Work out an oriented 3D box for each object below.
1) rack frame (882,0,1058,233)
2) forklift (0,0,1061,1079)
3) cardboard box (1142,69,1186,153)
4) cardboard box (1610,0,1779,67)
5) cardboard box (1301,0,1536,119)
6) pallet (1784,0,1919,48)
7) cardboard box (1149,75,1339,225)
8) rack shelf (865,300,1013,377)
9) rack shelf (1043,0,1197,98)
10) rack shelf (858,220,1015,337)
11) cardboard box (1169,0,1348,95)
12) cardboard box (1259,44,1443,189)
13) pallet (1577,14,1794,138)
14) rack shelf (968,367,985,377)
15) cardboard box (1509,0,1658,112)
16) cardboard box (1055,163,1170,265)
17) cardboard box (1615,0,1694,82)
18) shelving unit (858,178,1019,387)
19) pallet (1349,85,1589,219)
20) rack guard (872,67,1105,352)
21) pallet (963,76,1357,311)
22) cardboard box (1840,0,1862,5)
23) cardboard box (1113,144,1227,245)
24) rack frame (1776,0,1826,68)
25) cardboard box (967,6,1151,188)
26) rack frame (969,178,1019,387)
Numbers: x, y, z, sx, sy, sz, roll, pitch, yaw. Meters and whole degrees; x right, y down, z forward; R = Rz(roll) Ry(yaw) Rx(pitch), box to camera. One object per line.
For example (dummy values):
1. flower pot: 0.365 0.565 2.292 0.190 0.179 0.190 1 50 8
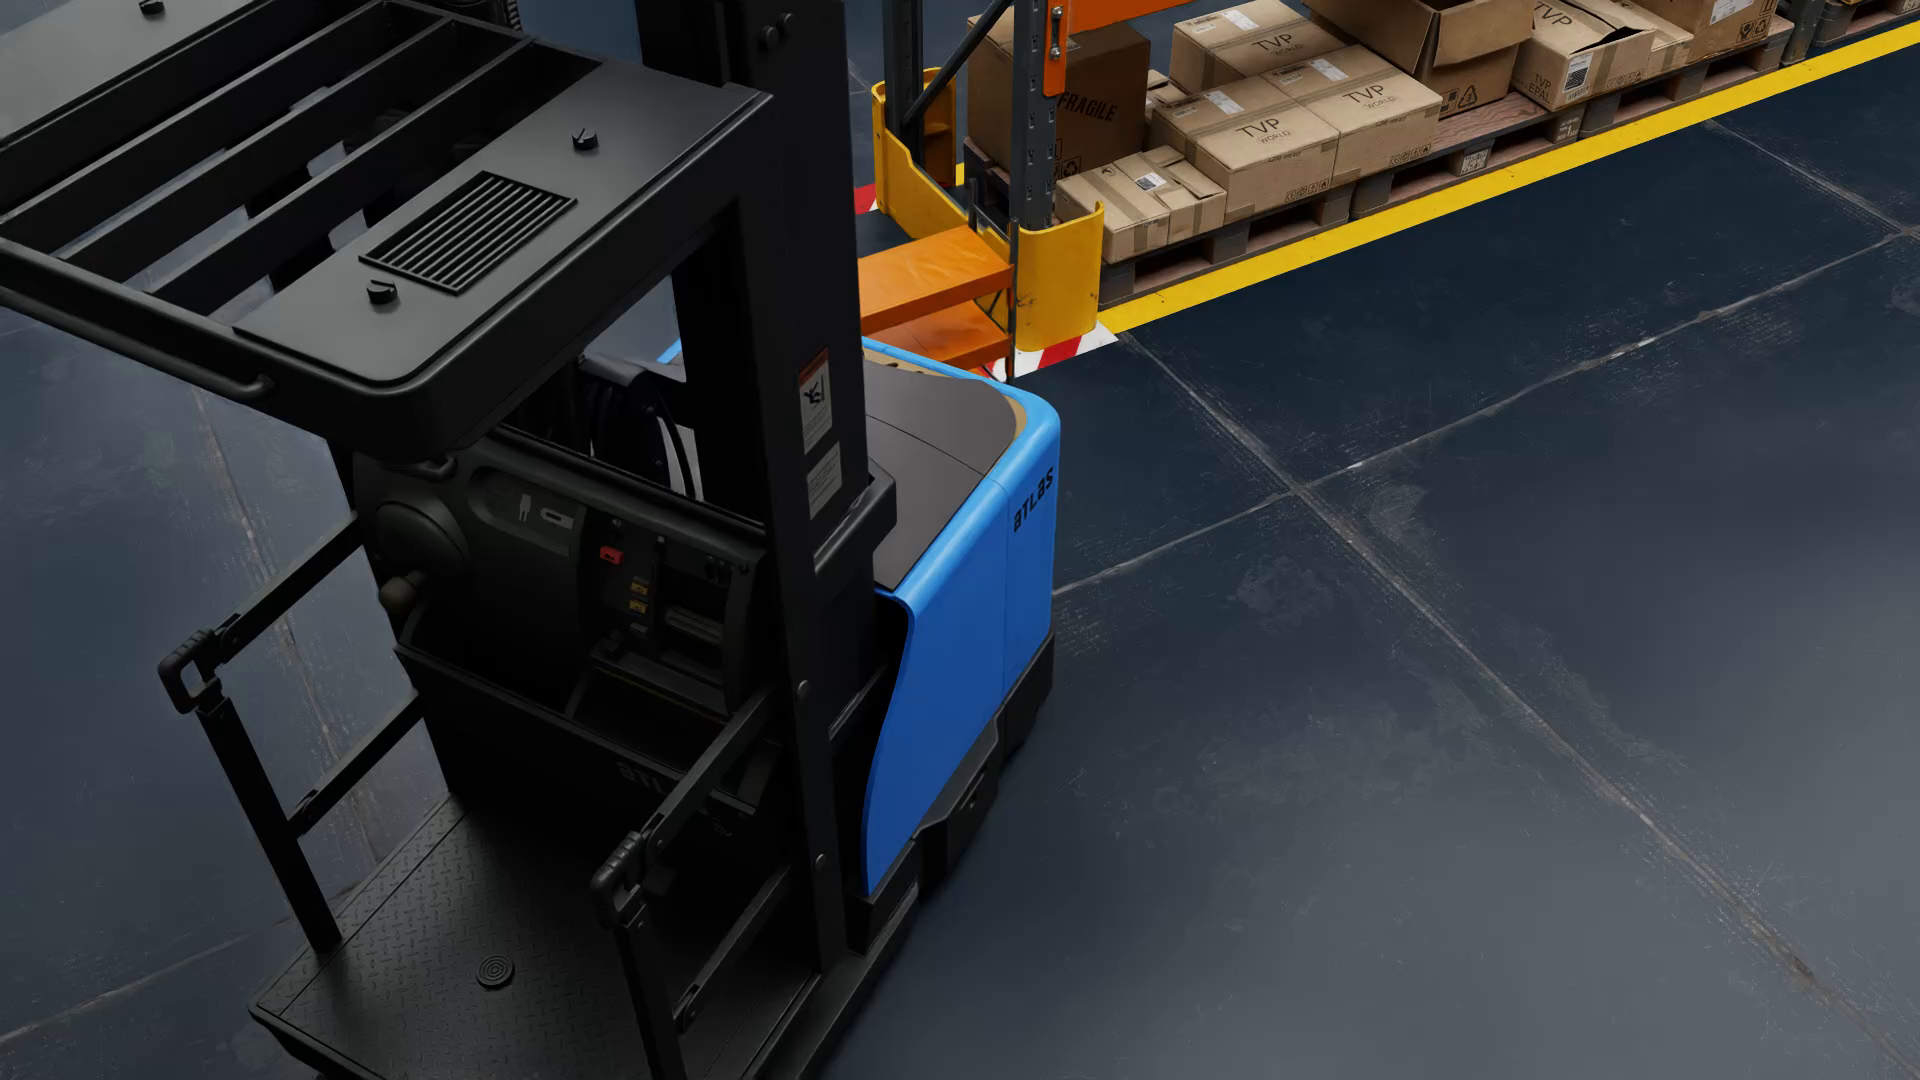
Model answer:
1. rack frame: 0.016 -2.117 5.278 0.127 3.000 1.000 -22 48 -21
2. forklift: -0.881 0.125 3.017 1.130 2.935 3.031 21 48 20
3. cardboard box: 0.761 -1.682 6.548 0.250 0.166 0.380 -22 48 -21
4. cardboard box: 3.132 -2.397 7.045 0.500 0.500 0.500 -22 48 -21
5. cardboard box: 1.858 -2.112 6.749 0.637 0.503 0.797 -22 48 -21
6. pallet: 4.171 -2.809 7.993 1.213 0.211 1.003 -22 48 -21
7. cardboard box: 1.062 -1.479 6.279 0.500 0.250 0.500 -22 48 -21
8. rack shelf: -0.121 -0.514 4.693 0.480 0.148 0.258 -22 48 -21
9. rack shelf: 1.750 -2.553 6.243 4.000 0.370 1.077 -22 48 -21
10. rack shelf: -0.121 -0.683 4.528 0.480 0.148 0.258 -22 48 -21
11. cardboard box: 1.203 -1.937 6.751 0.500 0.250 0.500 -22 48 -21
12. cardboard box: 1.496 -1.653 6.458 0.500 0.250 0.500 -22 48 -21
13. pallet: 2.888 -2.267 7.434 1.213 0.211 1.003 -22 48 -21
14. rack shelf: -0.121 -0.353 4.849 0.480 0.148 0.258 -22 48 -21
15. cardboard box: 2.481 -2.069 6.843 0.500 0.311 0.500 -22 48 -21
16. cardboard box: 0.550 -1.190 6.053 0.250 0.149 0.380 -22 48 -21
17. cardboard box: 2.836 -2.105 6.996 0.250 0.149 0.380 -22 48 -21
18. shelving unit: -0.121 -0.401 4.802 0.503 1.200 0.258 -22 48 -21
19. pallet: 1.829 -1.841 6.995 1.213 0.211 1.003 -22 48 -21
20. rack guard: 0.082 -1.247 6.176 0.348 0.500 1.175 -22 48 -21
21. pallet: 0.773 -1.420 6.562 1.213 0.211 1.003 -22 48 -21
22. cardboard box: 4.025 -2.787 7.447 0.500 0.500 0.500 -24 49 -23
23. cardboard box: 0.767 -1.283 6.137 0.250 0.166 0.380 -22 48 -21
24. rack frame: 3.484 -3.505 6.708 0.127 3.000 1.000 -22 48 -21
25. cardboard box: 0.365 -1.716 6.343 0.500 0.500 0.500 -22 48 -21
26. rack frame: 0.091 -0.486 4.889 0.015 1.200 0.240 -22 48 -21
